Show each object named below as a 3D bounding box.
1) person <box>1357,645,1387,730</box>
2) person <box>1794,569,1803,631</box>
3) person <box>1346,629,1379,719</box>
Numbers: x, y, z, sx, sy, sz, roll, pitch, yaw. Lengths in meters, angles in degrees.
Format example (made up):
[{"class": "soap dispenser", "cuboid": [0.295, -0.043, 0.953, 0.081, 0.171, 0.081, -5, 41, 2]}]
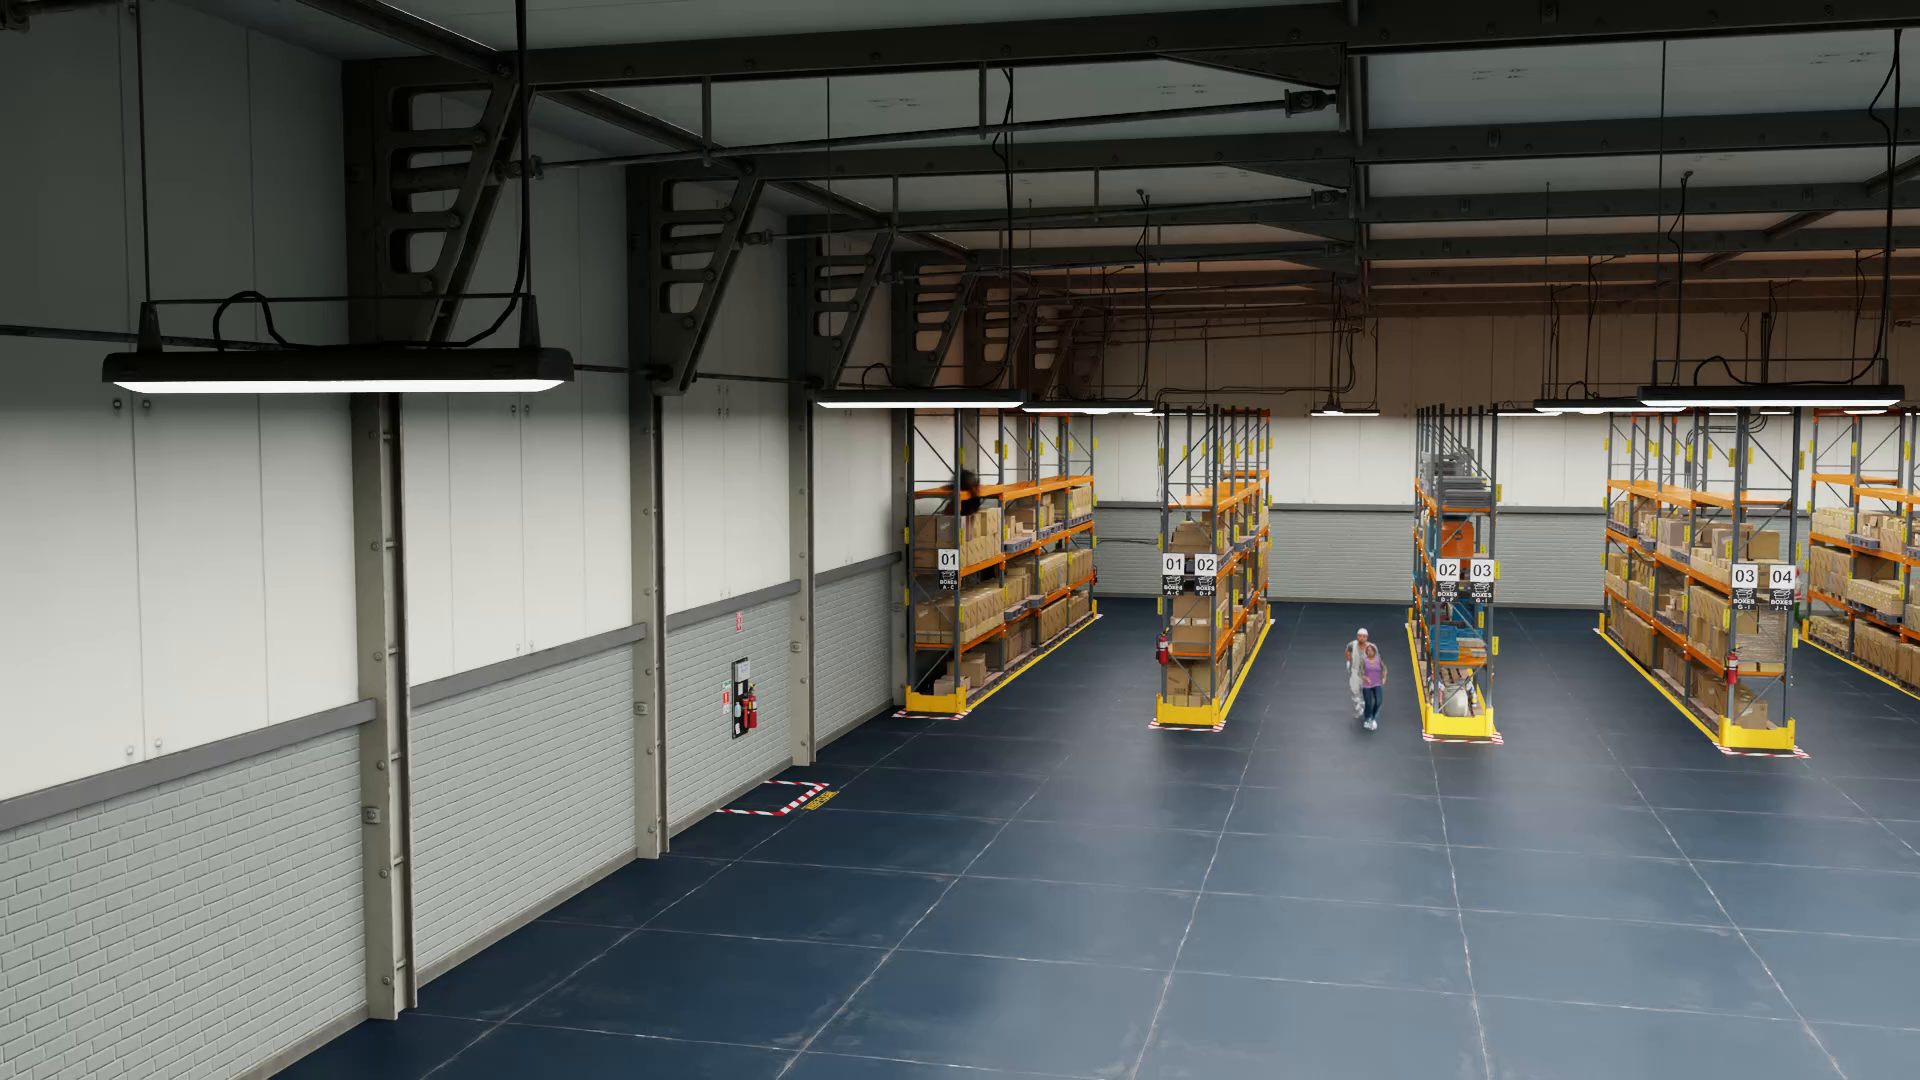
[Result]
[{"class": "person", "cuboid": [7.585, 2.707, 30.588, 0.553, 1.566, 0.633, 0, 4, 7]}, {"class": "person", "cuboid": [22.315, 1.657, 44.372, 0.730, 1.816, 0.737, 0, 4, 6]}, {"class": "person", "cuboid": [7.628, 2.538, 31.567, 0.610, 1.745, 0.819, 1, 4, 14]}]
